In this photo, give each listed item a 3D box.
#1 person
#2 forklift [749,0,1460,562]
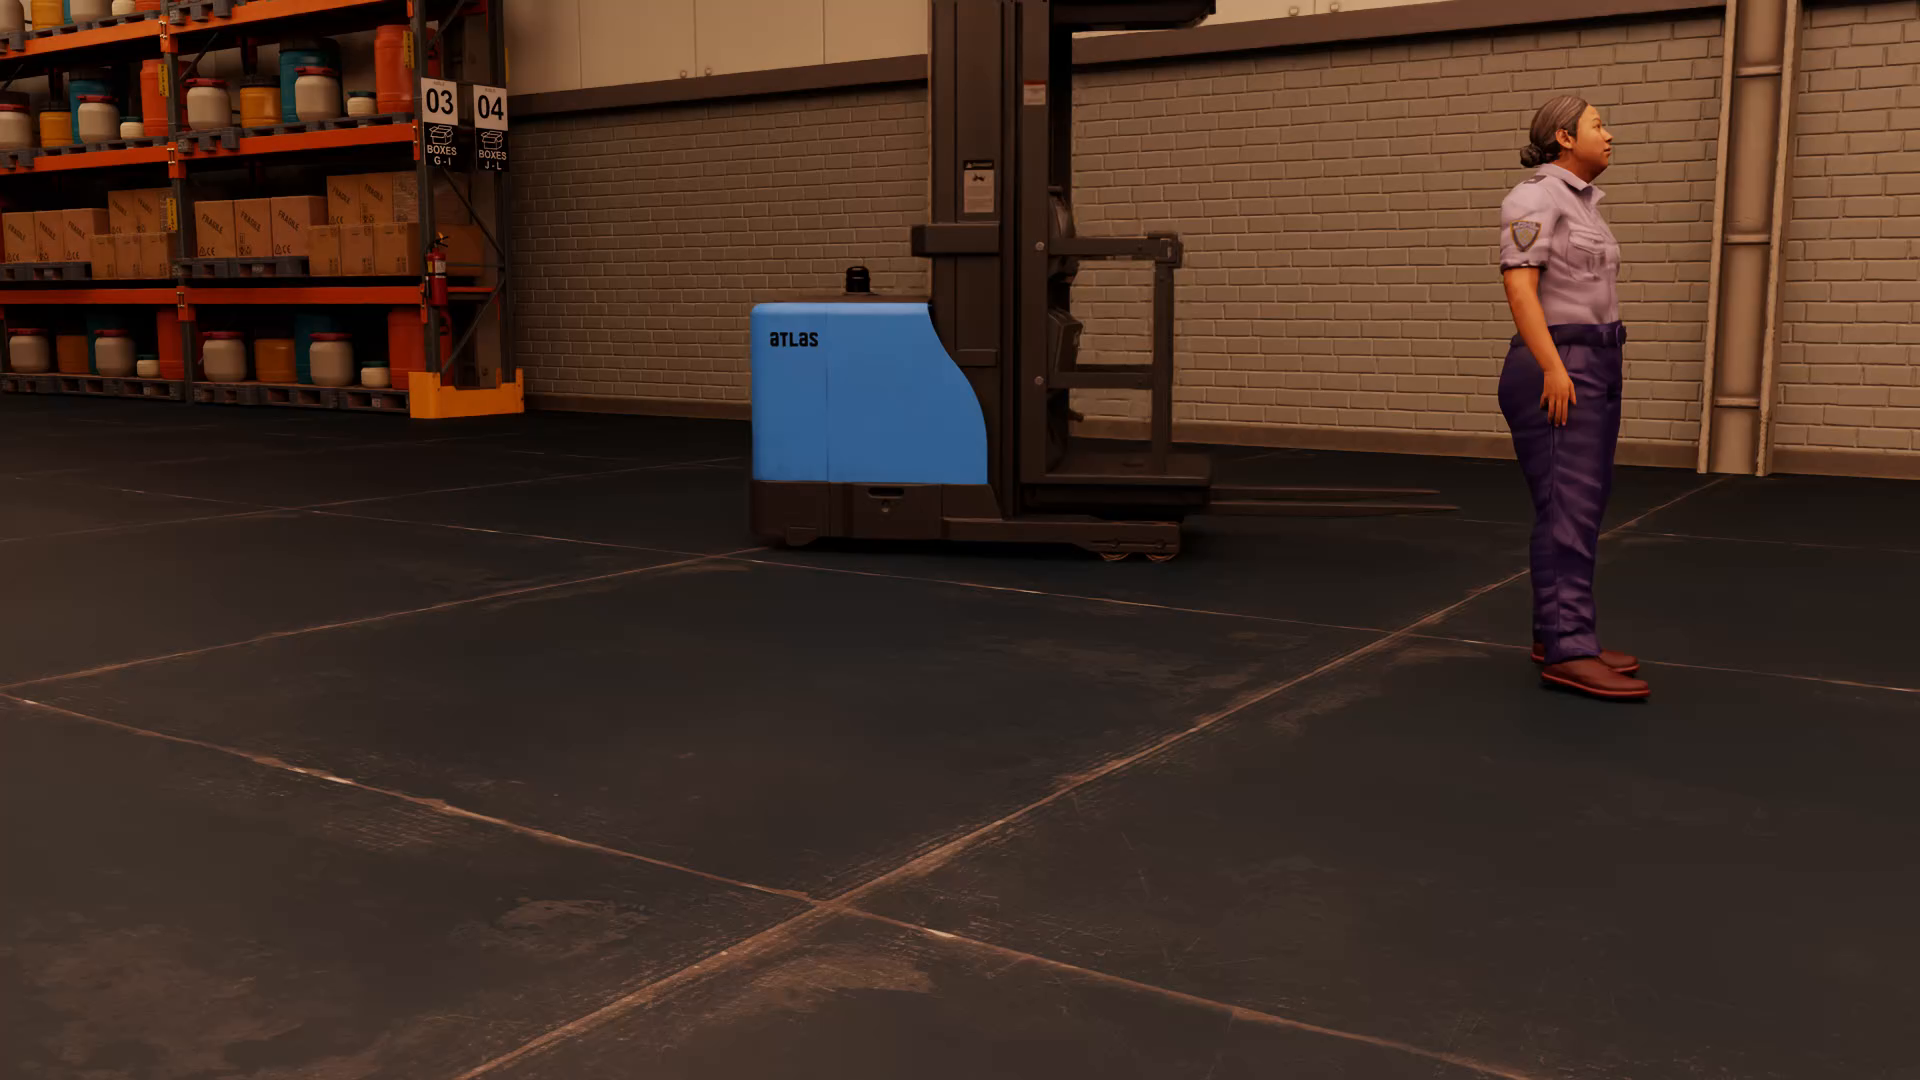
[{"bbox_3d":[1.803,-0.429,4.720,0.502,1.650,0.596,6,10,35],"label":"person"},{"bbox_3d":[0.640,-1.439,7.314,3.031,2.935,1.130,1,8,9],"label":"forklift"}]
